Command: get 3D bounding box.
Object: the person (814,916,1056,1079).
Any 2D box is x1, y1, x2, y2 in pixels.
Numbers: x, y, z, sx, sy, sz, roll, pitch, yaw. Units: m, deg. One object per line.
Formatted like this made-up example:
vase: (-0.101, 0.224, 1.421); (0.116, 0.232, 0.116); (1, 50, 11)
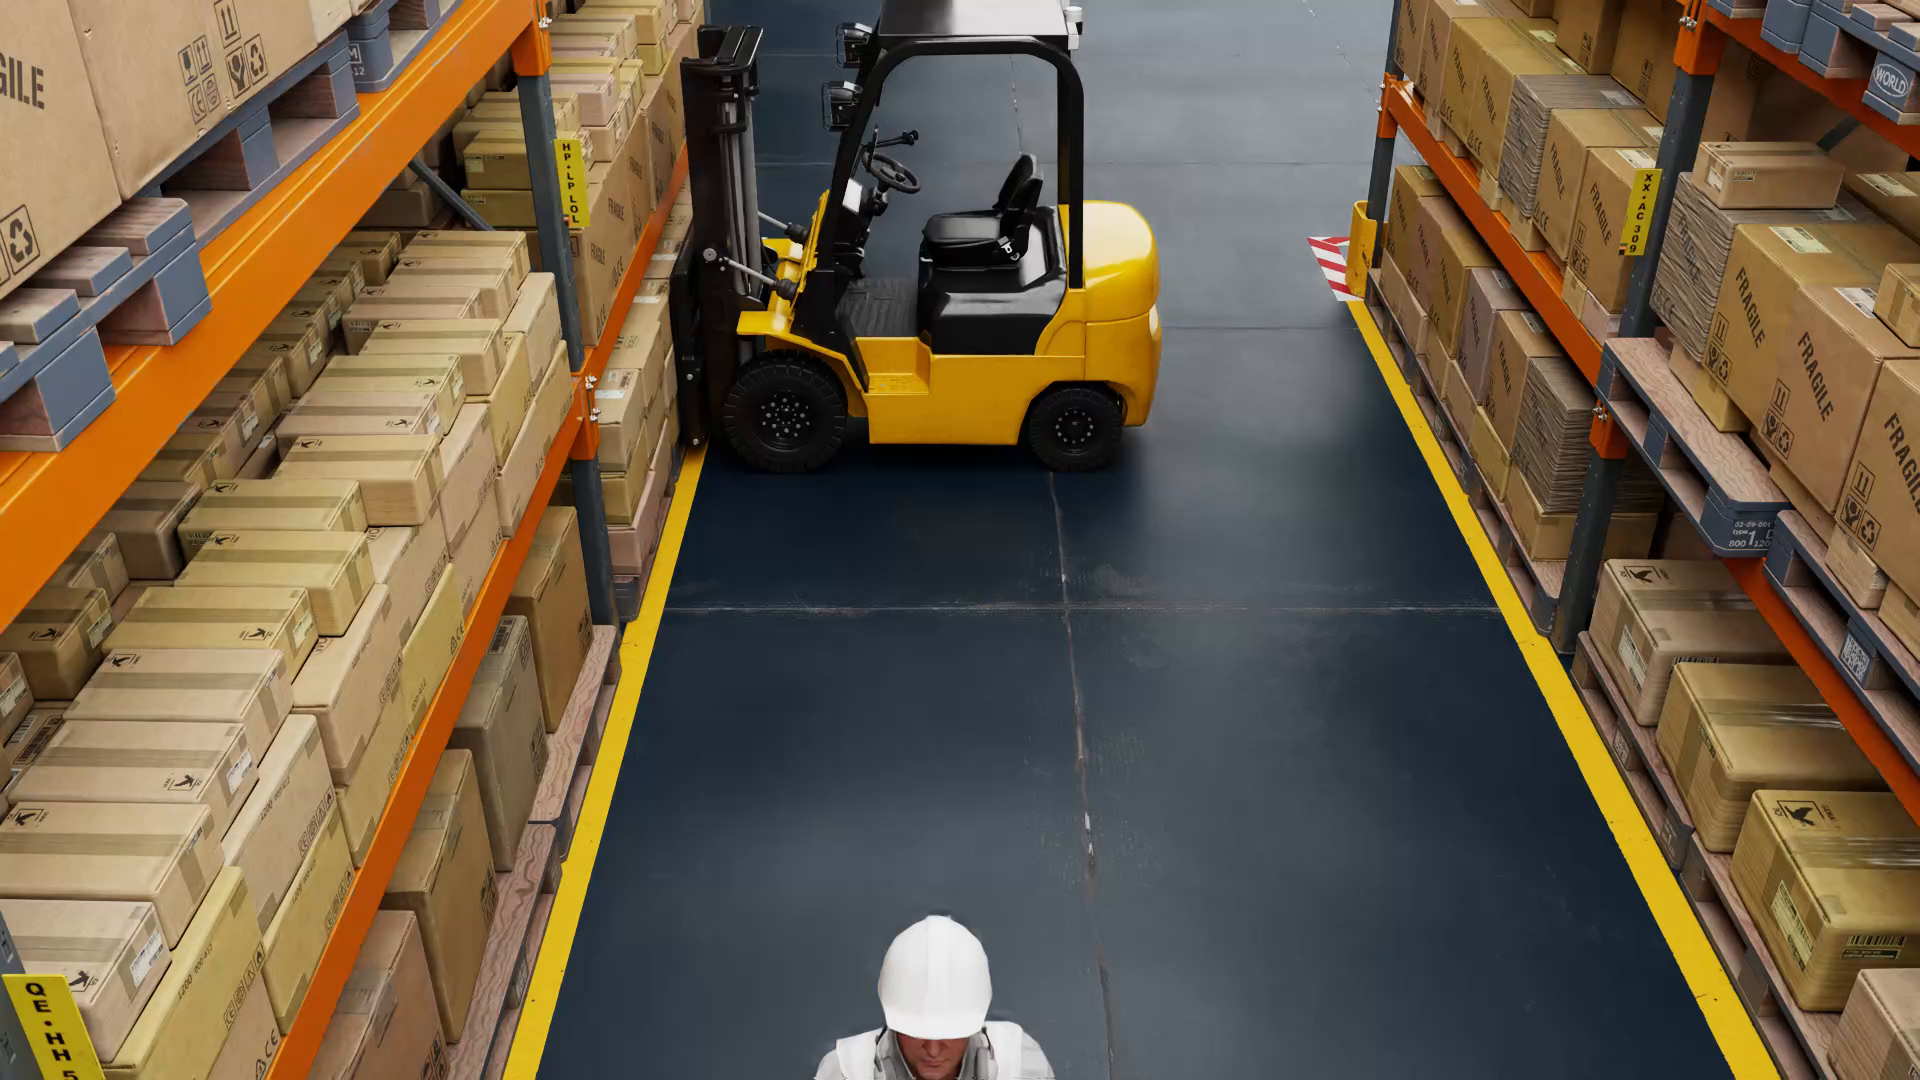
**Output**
person: (-0.042, 1.552, 3.527); (0.533, 1.773, 0.456); (-5, 32, -8)
